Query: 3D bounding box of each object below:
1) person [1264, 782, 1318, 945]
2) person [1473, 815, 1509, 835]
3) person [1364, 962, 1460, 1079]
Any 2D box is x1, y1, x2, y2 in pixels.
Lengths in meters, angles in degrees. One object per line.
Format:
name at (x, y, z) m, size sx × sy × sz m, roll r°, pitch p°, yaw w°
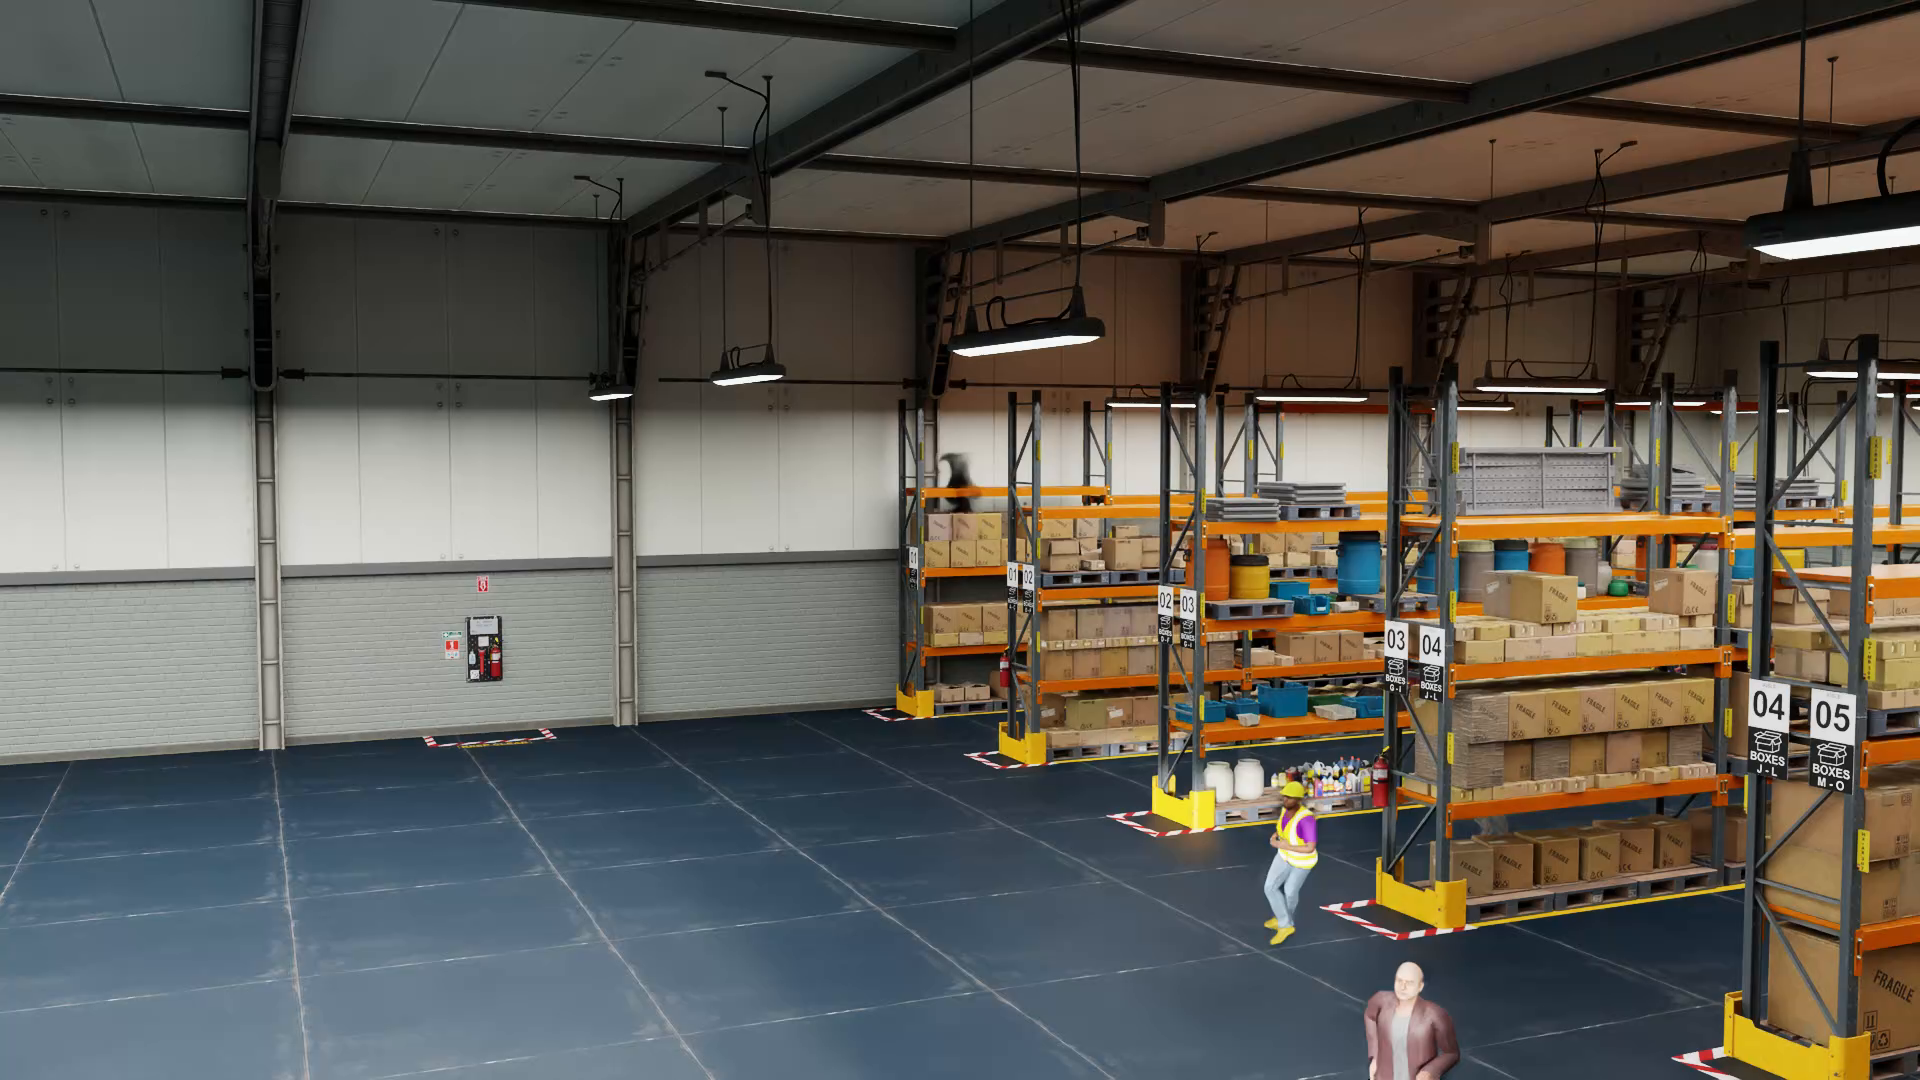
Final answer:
person at (3.411, 3.305, 17.182) m, size 0.713 × 1.695 × 0.828 m, roll -3°, pitch 4°, yaw -41°
person at (6.798, 3.113, 21.377) m, size 0.764 × 1.612 × 0.604 m, roll -2°, pitch 4°, yaw -25°
person at (2.958, 3.642, 11.001) m, size 0.670 × 1.730 × 0.795 m, roll 2°, pitch 4°, yaw 24°
